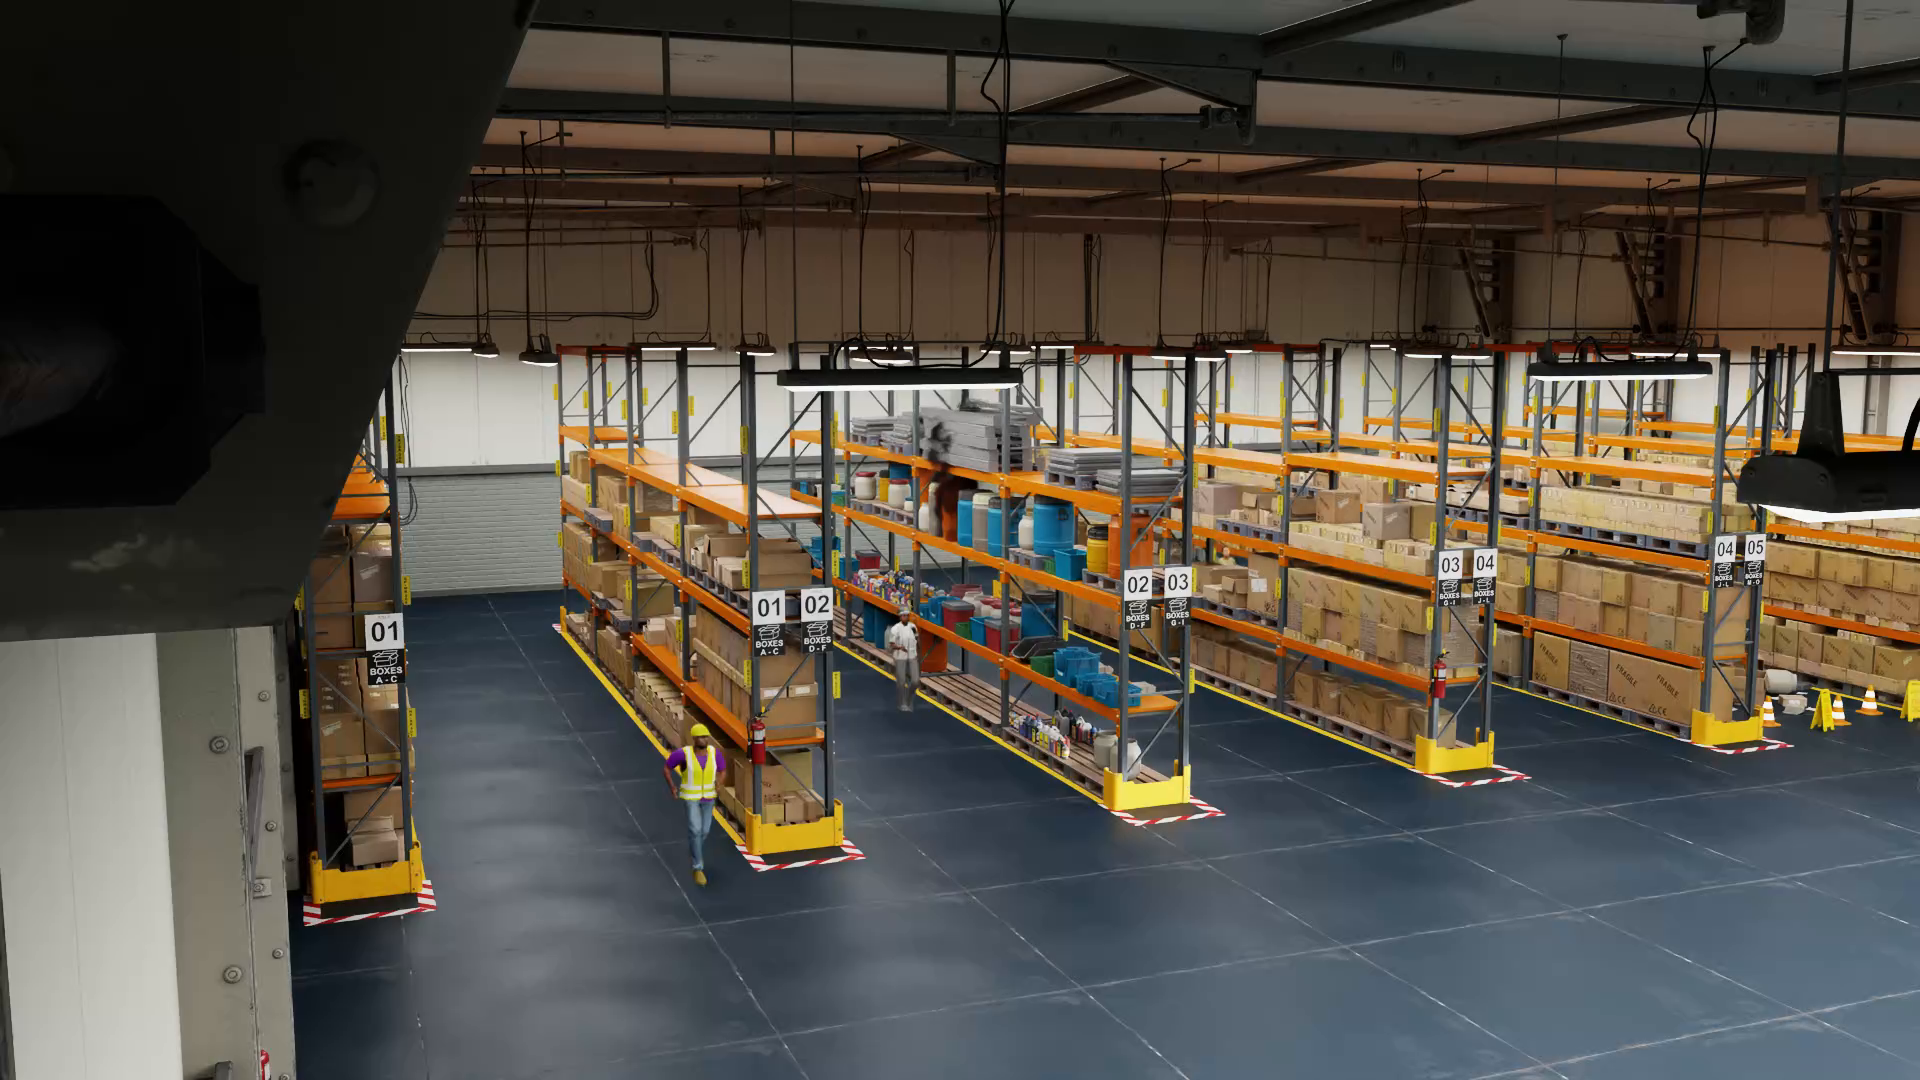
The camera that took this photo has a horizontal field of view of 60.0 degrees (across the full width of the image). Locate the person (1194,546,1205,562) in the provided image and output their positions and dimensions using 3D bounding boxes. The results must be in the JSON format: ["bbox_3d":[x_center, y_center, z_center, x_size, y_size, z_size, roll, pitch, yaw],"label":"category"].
[{"bbox_3d":[5.977,0.240,41.584,1.123,1.670,0.536,-4,8,-26],"label":"person"}]

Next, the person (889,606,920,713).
[{"bbox_3d":[-0.823,1.904,26.221,0.563,1.718,0.572,-3,8,-22],"label":"person"}]

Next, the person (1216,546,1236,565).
[{"bbox_3d":[5.783,0.935,36.212,0.579,1.636,0.551,-2,7,-14],"label":"person"}]

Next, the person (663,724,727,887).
[{"bbox_3d":[-3.013,3.023,19.310,0.719,1.778,0.889,-4,8,-30],"label":"person"}]
